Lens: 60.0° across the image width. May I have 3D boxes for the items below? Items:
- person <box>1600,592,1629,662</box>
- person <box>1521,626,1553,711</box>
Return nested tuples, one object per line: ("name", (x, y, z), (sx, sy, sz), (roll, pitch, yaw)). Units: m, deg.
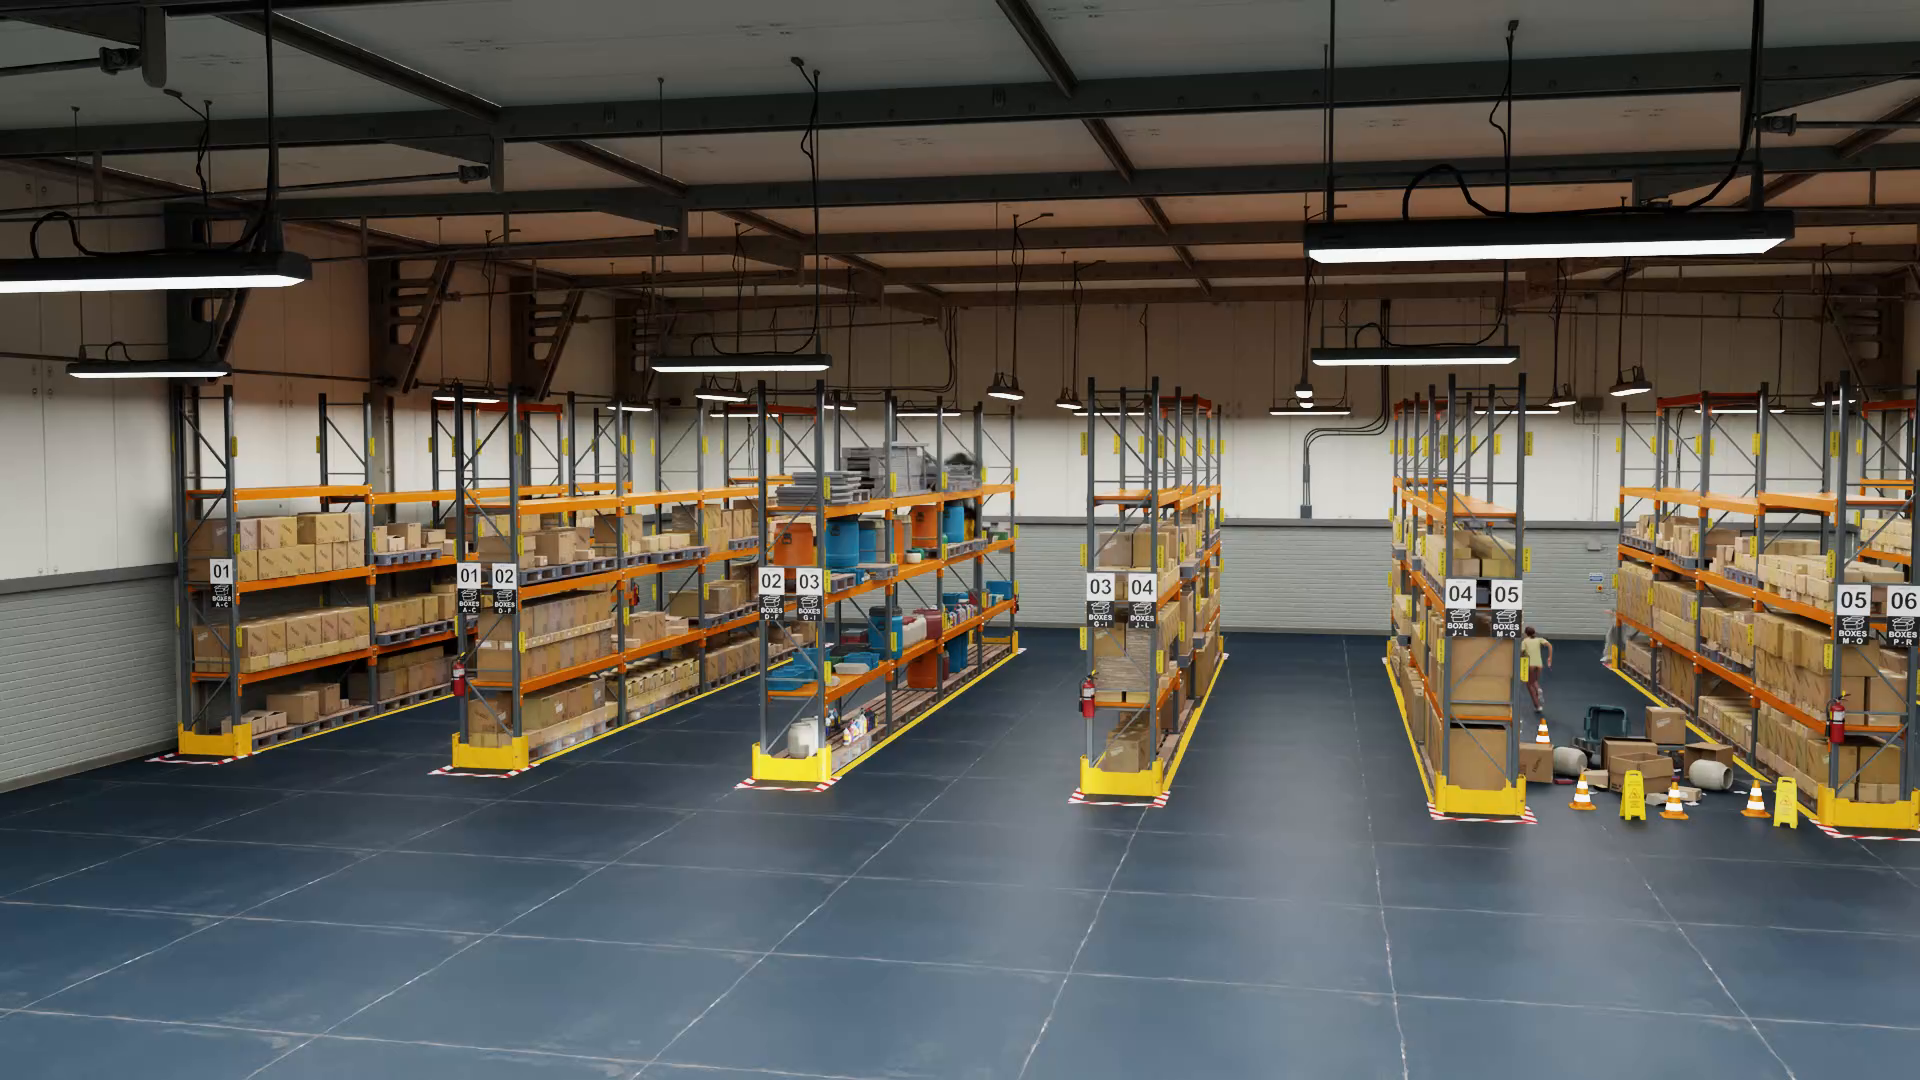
("person", (15.313, 1.993, 38.584), (0.849, 1.710, 0.548), (0, 3, 5))
("person", (10.915, 2.439, 31.668), (0.584, 1.594, 0.673), (0, 3, -7))
